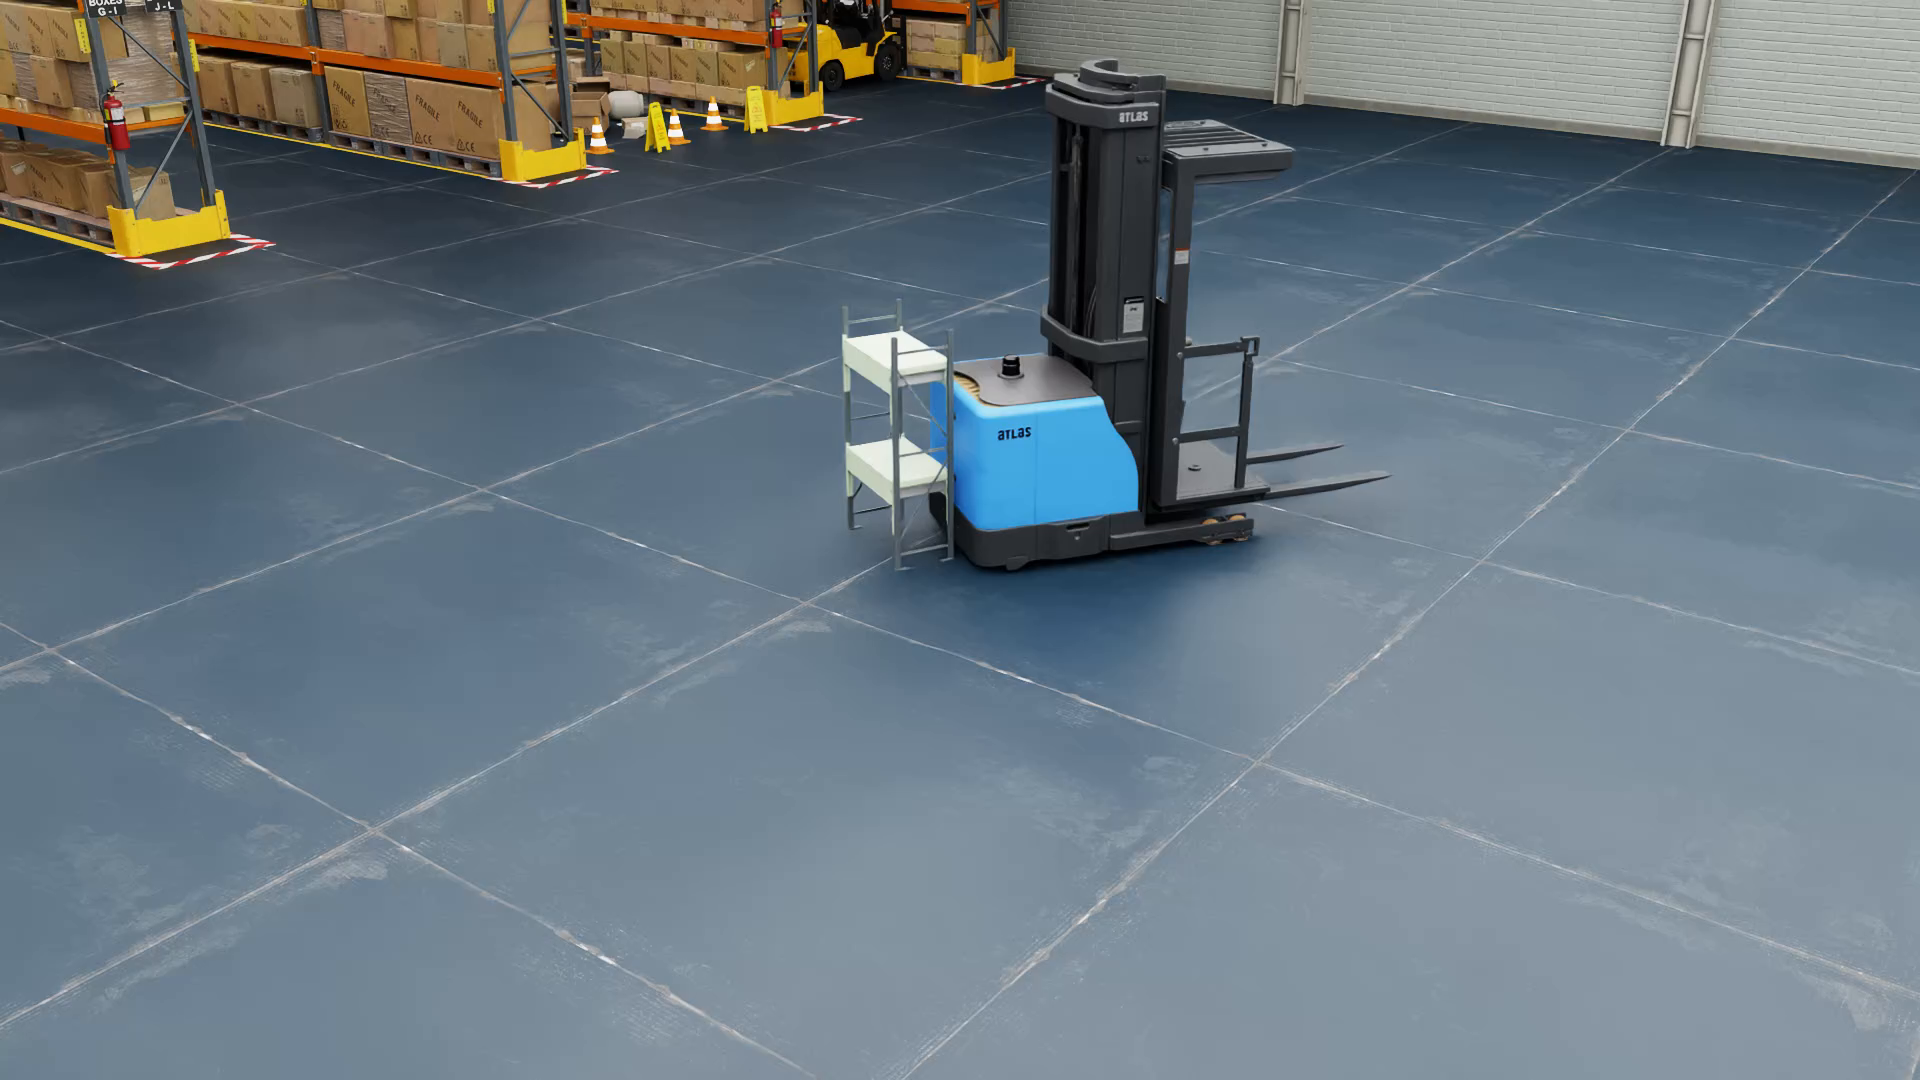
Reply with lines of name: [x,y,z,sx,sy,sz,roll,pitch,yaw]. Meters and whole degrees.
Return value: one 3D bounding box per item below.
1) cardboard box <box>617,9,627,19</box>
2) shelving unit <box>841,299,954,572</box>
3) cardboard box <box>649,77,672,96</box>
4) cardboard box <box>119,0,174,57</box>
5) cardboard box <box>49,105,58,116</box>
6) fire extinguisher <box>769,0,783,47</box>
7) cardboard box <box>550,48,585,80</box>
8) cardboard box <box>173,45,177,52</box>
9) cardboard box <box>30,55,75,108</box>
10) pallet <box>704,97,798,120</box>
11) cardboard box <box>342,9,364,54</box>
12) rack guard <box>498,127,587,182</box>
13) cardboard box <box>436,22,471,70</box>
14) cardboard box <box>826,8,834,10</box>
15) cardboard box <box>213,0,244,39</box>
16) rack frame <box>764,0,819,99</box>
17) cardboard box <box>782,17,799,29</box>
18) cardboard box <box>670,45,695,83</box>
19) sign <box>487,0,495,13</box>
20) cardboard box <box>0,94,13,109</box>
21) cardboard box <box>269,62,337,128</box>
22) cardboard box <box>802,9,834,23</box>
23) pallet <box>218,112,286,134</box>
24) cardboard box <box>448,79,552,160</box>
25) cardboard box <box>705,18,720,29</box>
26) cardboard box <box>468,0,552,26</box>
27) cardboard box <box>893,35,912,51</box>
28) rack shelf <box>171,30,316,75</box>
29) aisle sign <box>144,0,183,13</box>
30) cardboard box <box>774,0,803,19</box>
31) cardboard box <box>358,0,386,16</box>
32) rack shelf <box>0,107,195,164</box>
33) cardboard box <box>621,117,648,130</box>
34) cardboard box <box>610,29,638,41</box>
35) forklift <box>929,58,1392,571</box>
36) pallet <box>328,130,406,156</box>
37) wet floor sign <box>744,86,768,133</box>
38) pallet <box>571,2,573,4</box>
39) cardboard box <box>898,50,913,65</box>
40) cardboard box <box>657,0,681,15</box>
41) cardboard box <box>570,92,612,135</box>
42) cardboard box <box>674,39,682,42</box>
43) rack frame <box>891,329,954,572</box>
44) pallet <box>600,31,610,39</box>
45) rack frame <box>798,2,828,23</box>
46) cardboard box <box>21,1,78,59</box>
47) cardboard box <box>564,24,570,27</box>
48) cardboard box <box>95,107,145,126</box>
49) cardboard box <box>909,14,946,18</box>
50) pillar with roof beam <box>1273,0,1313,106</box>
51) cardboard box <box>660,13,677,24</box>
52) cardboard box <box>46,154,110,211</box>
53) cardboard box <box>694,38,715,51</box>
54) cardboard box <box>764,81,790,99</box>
cardboard box: [-5.175,-8.321,26.227,0.250,0.149,0.380,17,29,33]
shelving unit: [-0.388,-0.661,10.391,0.431,1.500,0.755,-12,26,-24]
cardboard box: [-4.529,-7.166,26.183,0.500,0.250,0.500,16,29,33]
cardboard box: [-8.718,-5.410,17.576,0.500,0.500,0.500,17,29,33]
cardboard box: [-9.590,-4.681,17.966,0.250,0.149,0.380,17,29,33]
fire extinguisher: [-2.683,-7.536,24.229,0.183,0.674,0.296,17,29,33]
cardboard box: [-6.697,-8.003,27.932,0.625,0.372,0.950,19,30,36]
cardboard box: [-12.492,-7.533,25.775,0.500,0.250,0.500,16,28,32]
cardboard box: [-9.337,-4.956,17.785,0.500,0.500,0.875,17,29,33]
pallet: [-3.188,-6.698,25.689,1.213,0.211,1.003,17,29,33]
cardboard box: [-7.831,-6.951,22.619,0.550,0.550,0.875,17,29,33]
rack guard: [-5.367,-4.976,21.424,0.348,0.500,1.175,17,29,33]
cardboard box: [-6.163,-6.396,21.359,0.550,0.550,0.875,17,29,33]
cardboard box: [-2.215,-9.652,30.585,0.500,0.250,0.500,17,29,34]
cardboard box: [-10.381,-7.545,24.031,0.500,0.500,0.500,16,29,33]
rack frame: [-2.498,-7.747,24.613,0.127,3.000,1.000,17,29,33]
cardboard box: [-2.646,-7.781,25.002,0.250,0.149,0.380,17,29,33]
cardboard box: [-4.115,-7.383,25.747,0.500,0.500,0.500,16,28,32]
sign: [-5.722,-6.592,20.262,0.005,0.325,0.100,17,29,33]
cardboard box: [-10.442,-4.895,18.451,0.250,0.149,0.380,17,29,33]
cardboard box: [-9.137,-6.377,23.772,0.750,0.750,1.050,17,29,33]
cardboard box: [-2.526,-9.490,30.218,0.500,0.250,0.500,16,29,33]
pallet: [-10.230,-6.274,24.728,1.213,0.211,1.003,17,29,33]
cardboard box: [-5.968,-5.488,21.601,0.875,0.875,0.875,17,29,34]
cardboard box: [-3.611,-7.801,25.046,0.250,0.149,0.380,17,29,34]
cardboard box: [-5.660,-6.791,20.917,0.550,0.550,0.875,17,29,33]
cardboard box: [-0.922,-8.772,29.208,0.500,0.250,0.500,16,28,32]
rack shelf: [-10.187,-7.248,24.371,4.000,0.370,1.077,17,29,33]
aisle sign: [-8.212,-5.822,17.018,0.004,0.787,0.394,17,29,33]
cardboard box: [-2.711,-8.133,24.996,0.500,0.500,0.500,16,29,33]
cardboard box: [-7.453,-7.285,22.039,0.550,0.550,0.875,17,29,33]
rack shelf: [-10.042,-4.704,18.599,4.000,0.370,1.077,17,29,33]
cardboard box: [-4.758,-6.108,24.428,0.380,0.149,0.250,-10,26,-21]
cardboard box: [-5.325,-8.009,26.362,0.250,0.149,0.380,17,29,34]
forklift: [1.369,-1.499,10.517,3.031,2.935,1.130,-8,25,-18]
pallet: [-8.025,-5.608,23.216,1.213,0.211,1.003,17,29,33]
wet floor sign: [-2.988,-6.279,24.200,0.267,0.644,0.232,-15,28,-30]
pallet: [-7.291,-9.129,27.986,1.213,0.211,1.003,17,29,33]
cardboard box: [-0.877,-8.543,29.307,0.500,0.250,0.500,17,29,34]
cardboard box: [-4.288,-8.345,25.477,0.500,0.500,0.500,17,29,34]
cardboard box: [-5.422,-6.213,24.227,0.637,0.503,0.797,-1,24,-3]
cardboard box: [-4.247,-7.690,26.442,0.500,0.500,0.500,19,30,36]
rack frame: [-0.222,-0.530,10.092,0.400,1.500,0.023,-12,26,-24]
pallet: [-6.500,-10.201,33.641,1.213,0.211,1.003,17,29,33]
rack frame: [-2.725,-10.317,30.446,0.127,3.000,1.000,17,29,33]
cardboard box: [-9.433,-5.362,17.466,0.500,0.500,0.500,17,29,33]
cardboard box: [-8.045,-10.863,34.263,0.500,0.500,0.500,16,28,32]
cardboard box: [-8.793,-4.437,17.413,0.250,0.149,0.380,17,29,33]
cardboard box: [-0.591,-9.163,29.475,0.500,0.250,0.500,17,29,33]
pillar with roof beam: [2.679,-9.714,21.637,0.400,9.000,9.100,17,29,33]
cardboard box: [-4.403,-8.056,25.625,0.250,0.149,0.380,17,29,33]
cardboard box: [-9.920,-4.046,18.791,0.500,0.500,0.500,20,31,38]
cardboard box: [-3.829,-7.560,25.342,0.250,0.149,0.380,17,29,34]
cardboard box: [-2.978,-6.966,25.728,0.500,0.250,0.500,17,29,33]
